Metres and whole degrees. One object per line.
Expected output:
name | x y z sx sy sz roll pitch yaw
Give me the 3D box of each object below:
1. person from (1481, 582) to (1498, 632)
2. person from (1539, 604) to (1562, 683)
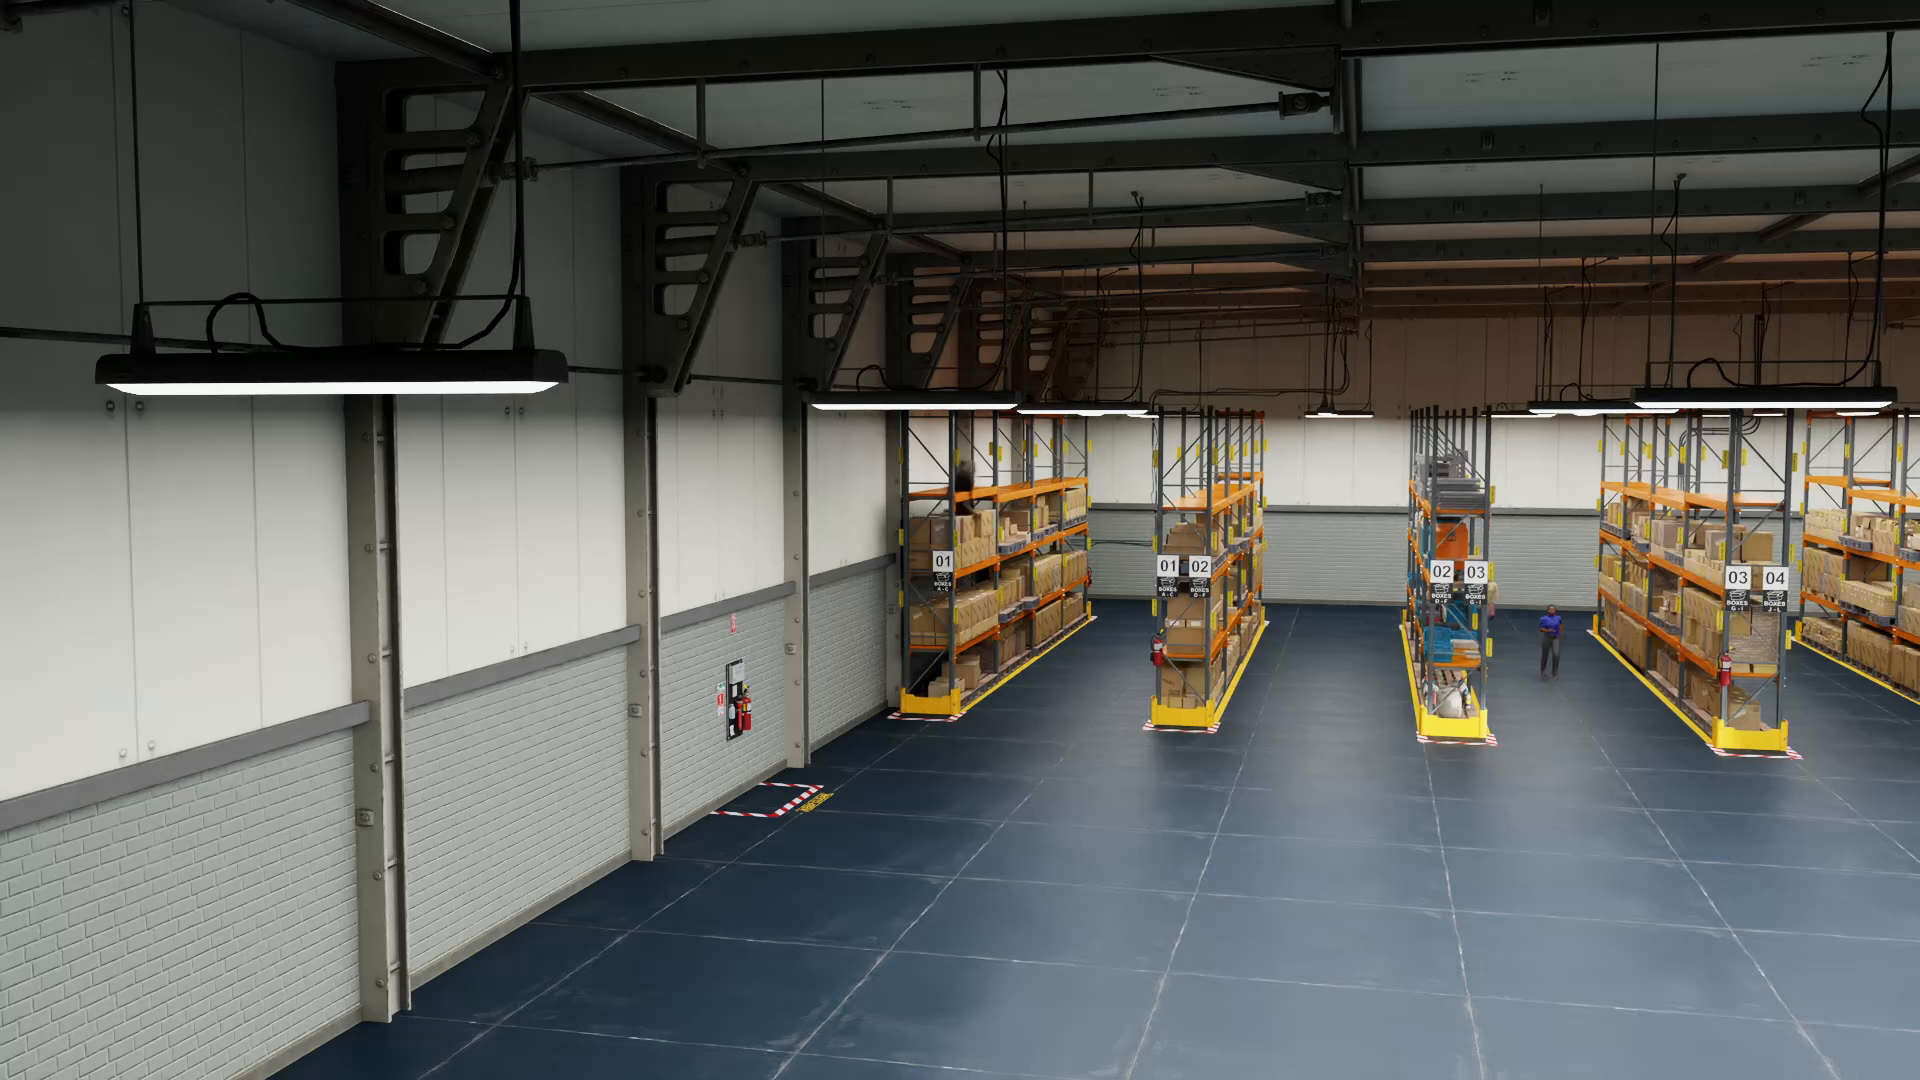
person | 14.321 1.695 45.124 0.567 1.616 0.656 0 4 -4
person | 13.028 2.272 36.680 0.561 1.701 0.847 0 4 7
